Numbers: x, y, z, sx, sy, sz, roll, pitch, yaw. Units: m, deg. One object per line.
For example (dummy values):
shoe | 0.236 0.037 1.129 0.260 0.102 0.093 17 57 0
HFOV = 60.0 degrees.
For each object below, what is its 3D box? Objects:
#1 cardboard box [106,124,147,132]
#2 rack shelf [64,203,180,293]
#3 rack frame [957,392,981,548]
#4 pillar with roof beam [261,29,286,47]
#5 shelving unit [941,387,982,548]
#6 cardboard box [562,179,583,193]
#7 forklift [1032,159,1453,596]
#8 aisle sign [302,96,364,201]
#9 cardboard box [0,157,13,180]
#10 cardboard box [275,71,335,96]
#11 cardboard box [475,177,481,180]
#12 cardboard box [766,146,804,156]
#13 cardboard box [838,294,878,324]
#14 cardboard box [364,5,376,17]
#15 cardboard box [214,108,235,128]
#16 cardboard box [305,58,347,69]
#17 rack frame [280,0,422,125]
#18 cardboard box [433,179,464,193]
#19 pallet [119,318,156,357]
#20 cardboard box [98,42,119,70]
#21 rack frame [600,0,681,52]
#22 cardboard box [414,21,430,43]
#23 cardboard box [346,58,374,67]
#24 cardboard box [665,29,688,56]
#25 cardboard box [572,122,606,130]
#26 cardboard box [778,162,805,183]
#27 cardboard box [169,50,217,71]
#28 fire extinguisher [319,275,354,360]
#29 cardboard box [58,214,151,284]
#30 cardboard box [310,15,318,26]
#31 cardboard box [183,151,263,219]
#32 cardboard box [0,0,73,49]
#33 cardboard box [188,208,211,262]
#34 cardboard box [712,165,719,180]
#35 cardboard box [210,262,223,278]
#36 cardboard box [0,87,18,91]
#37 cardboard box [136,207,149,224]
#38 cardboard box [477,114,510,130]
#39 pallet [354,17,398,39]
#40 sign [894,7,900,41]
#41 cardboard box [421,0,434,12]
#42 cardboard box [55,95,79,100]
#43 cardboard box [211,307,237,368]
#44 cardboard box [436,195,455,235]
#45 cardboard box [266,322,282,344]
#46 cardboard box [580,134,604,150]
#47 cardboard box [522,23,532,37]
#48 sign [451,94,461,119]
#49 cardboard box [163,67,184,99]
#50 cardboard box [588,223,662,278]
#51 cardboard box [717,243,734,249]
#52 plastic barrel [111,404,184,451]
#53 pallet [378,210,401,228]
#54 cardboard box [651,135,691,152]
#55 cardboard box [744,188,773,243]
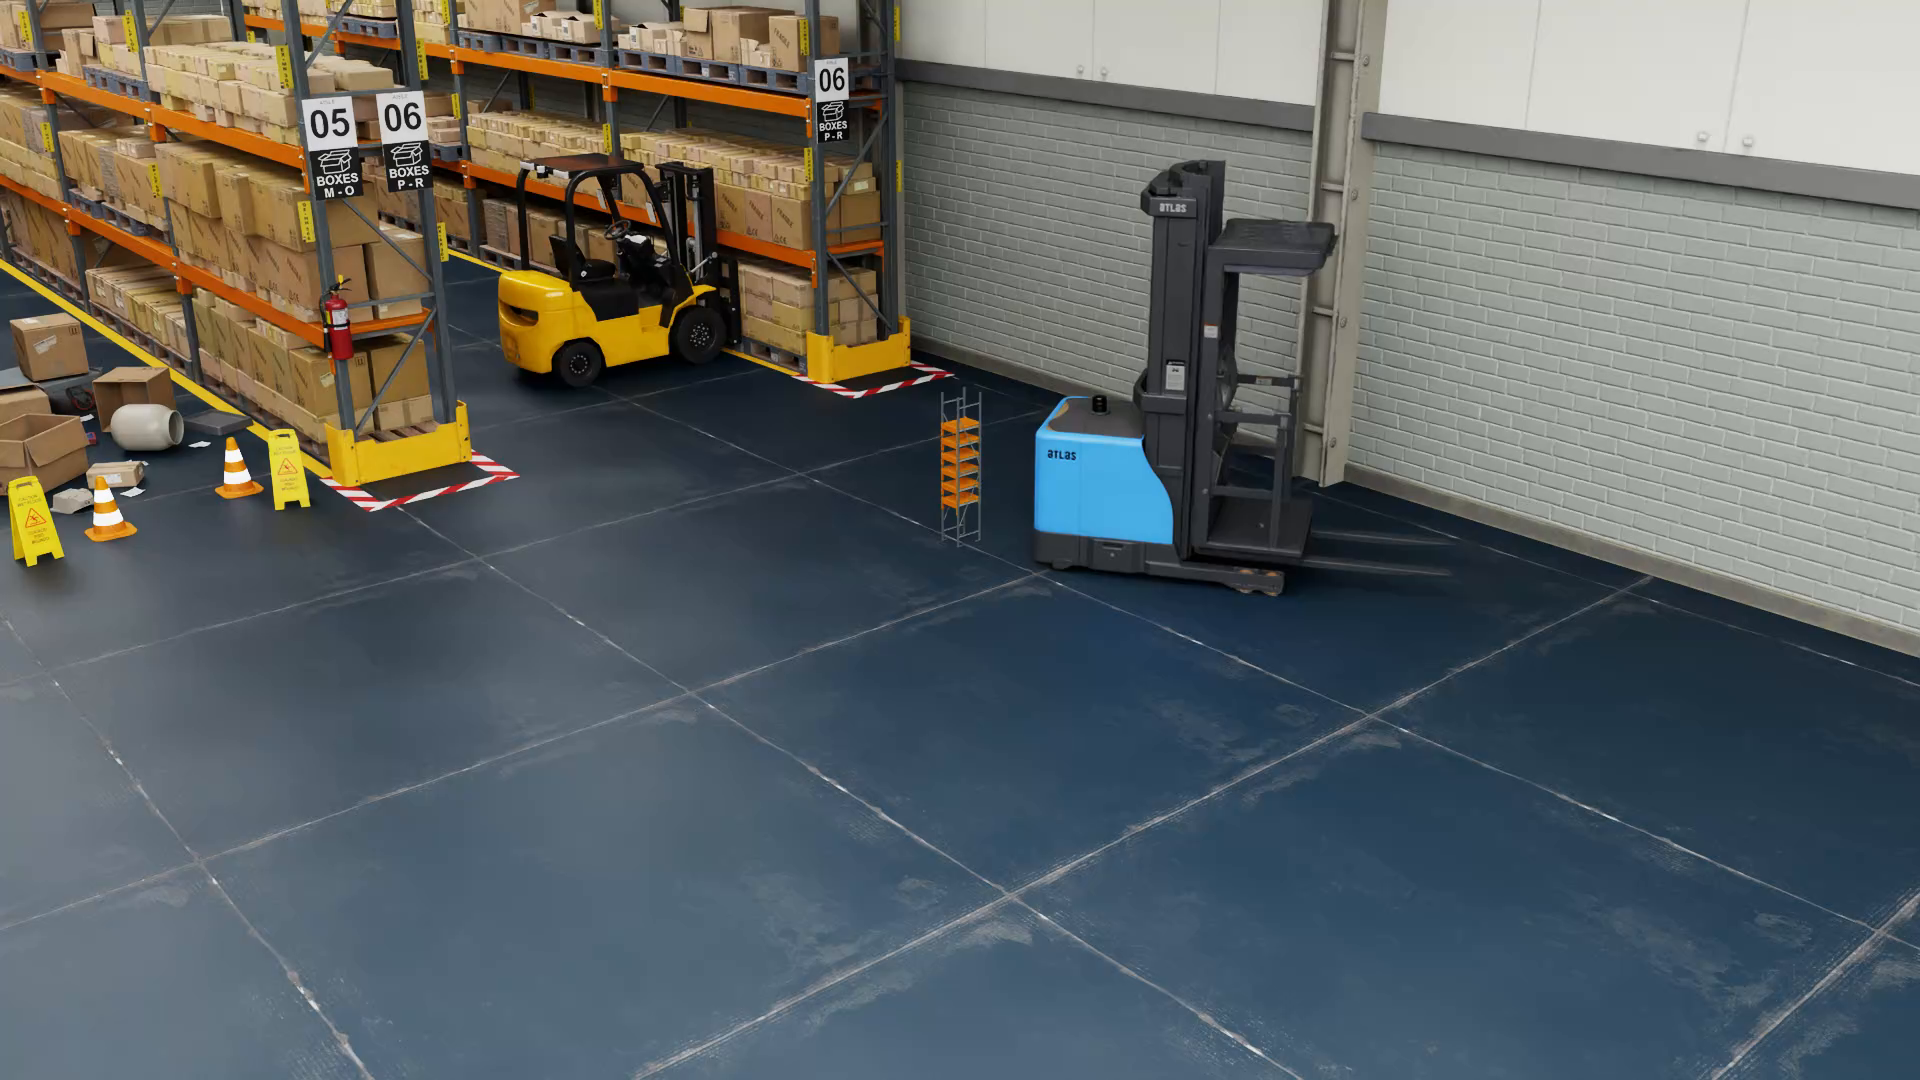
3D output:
cardboard box | -9.543 -4.534 19.326 0.500 0.500 0.500 -18 28 -39
rack shelf | -8.745 -3.325 18.347 1.077 0.370 4.000 -17 27 -37
rack frame | 0.069 -0.529 12.690 0.240 1.200 0.006 -17 27 -37
pillar with roof beam | -15.853 -10.334 27.029 9.100 9.000 0.400 -17 27 -37
shelving unit | 0.009 -0.555 12.755 0.258 1.200 0.189 -17 27 -37
cardboard box | -4.541 -4.435 20.400 0.500 0.250 0.500 -18 27 -38
forklift | 2.112 -1.178 11.974 3.031 2.935 1.130 6 22 15
aisle sign | -5.008 -3.127 13.290 0.394 0.787 0.004 -17 27 -37
cardboard box | -11.913 -4.776 21.270 0.500 0.250 0.500 -18 28 -38
cardboard box | -5.273 -3.677 13.396 0.380 0.149 0.250 -17 27 -37
cardboard box | -6.880 -5.174 24.043 0.380 0.149 0.250 -19 28 -40
cardboard box | -1.894 -4.201 18.161 0.380 0.149 0.250 -18 28 -39
cardboard box | -1.220 -2.513 17.795 0.500 0.250 0.500 -17 27 -36
cardboard box | -8.183 -7.491 23.516 0.380 0.149 0.250 -17 27 -36
cardboard box | -6.310 -3.728 14.620 0.380 0.149 0.250 -18 28 -38
cardboard box | -5.541 -4.083 14.432 0.380 0.149 0.250 -18 27 -38
rack frame | -4.829 -4.796 12.890 1.000 3.000 0.127 -17 27 -37
cardboard box | -7.285 -5.040 23.702 0.380 0.149 0.250 -16 27 -36
pallet | -8.750 -2.361 18.723 1.003 0.211 1.213 -17 27 -37
cardboard box | -8.589 -5.039 17.253 0.500 0.250 0.500 -17 27 -37
rack frame | -3.682 -7.084 18.731 1.000 3.000 0.127 -17 27 -37
cardboard box | -7.140 -6.945 22.695 0.500 0.250 0.500 -17 27 -37
cardboard box | -9.674 -7.393 26.516 0.500 0.500 0.500 -18 28 -39
cardboard box | -2.943 -5.384 17.976 0.396 0.266 0.258 -18 28 -39
cardboard box | -4.709 -5.219 21.170 0.380 0.149 0.250 -17 27 -37
cardboard box | -1.649 -3.782 17.092 0.380 0.149 0.250 -17 27 -37
cardboard box | -6.973 -4.375 15.179 0.380 0.149 0.250 -18 27 -38
fire extinguisher | -5.103 -1.825 13.637 0.296 0.674 0.183 -17 27 -37
cardboard box | -10.439 -3.630 20.475 0.875 0.875 0.875 -18 28 -38
cardboard box | -9.688 -7.954 25.410 0.380 0.149 0.250 -16 27 -36
cardboard box | -6.693 -3.294 15.364 0.700 0.500 0.500 -18 28 -39
cardboard box | -10.841 -6.080 19.568 0.700 0.500 0.500 -19 28 -40
cardboard box | -7.018 -2.972 15.913 0.500 0.500 0.500 -18 27 -38
cardboard box | -2.460 -4.002 18.062 0.380 0.149 0.250 -18 27 -38
cardboard box | -6.941 -2.627 15.923 0.380 0.149 0.250 -16 27 -36
cardboard box | -12.592 -5.640 21.763 0.500 0.500 0.500 -17 27 -37
cardboard box | -8.339 -3.402 17.327 0.380 0.149 0.250 -18 28 -38
cardboard box | -6.133 -5.512 21.919 0.380 0.149 0.250 -17 27 -36
pallet | -7.852 -7.327 23.723 1.213 0.211 1.003 -17 27 -37
sign | -0.646 -5.156 16.615 0.100 0.325 0.005 -17 27 -37
cardboard box | -7.045 -7.230 22.469 0.380 0.149 0.250 -19 28 -39
cardboard box | -11.171 -5.341 20.999 0.500 0.500 0.500 -17 27 -37
cardboard box | -6.901 -2.000 16.143 0.500 0.500 0.500 -16 27 -35
cardboard box | -7.050 -4.633 23.553 0.500 0.500 0.500 -18 28 -38
cardboard box | -6.001 -1.884 14.958 0.380 0.149 0.250 -17 27 -37
cardboard box | -4.375 -4.828 20.170 0.380 0.149 0.250 -17 27 -37
cardboard box | -5.133 -6.257 20.364 0.380 0.149 0.250 -18 28 -38
sign | -6.698 -5.766 22.113 0.100 0.325 0.005 -17 27 -37
cardboard box | -7.016 -4.246 15.396 0.500 0.250 0.500 -18 28 -38
cardboard box | -4.031 -3.522 20.543 0.875 0.625 0.625 -16 26 -35
cardboard box | -2.552 -3.302 19.124 0.500 0.250 0.500 -17 27 -37
plastic barrel | -7.324 -1.013 14.990 0.512 0.421 0.421 0 21 -1
pallet | -8.344 -4.986 25.426 1.003 0.211 1.213 -17 27 -37
cardboard box | -3.286 -4.500 18.925 0.380 0.149 0.250 -18 28 -38
cardboard box | -1.923 -3.451 17.544 0.500 0.500 0.500 -16 27 -36
